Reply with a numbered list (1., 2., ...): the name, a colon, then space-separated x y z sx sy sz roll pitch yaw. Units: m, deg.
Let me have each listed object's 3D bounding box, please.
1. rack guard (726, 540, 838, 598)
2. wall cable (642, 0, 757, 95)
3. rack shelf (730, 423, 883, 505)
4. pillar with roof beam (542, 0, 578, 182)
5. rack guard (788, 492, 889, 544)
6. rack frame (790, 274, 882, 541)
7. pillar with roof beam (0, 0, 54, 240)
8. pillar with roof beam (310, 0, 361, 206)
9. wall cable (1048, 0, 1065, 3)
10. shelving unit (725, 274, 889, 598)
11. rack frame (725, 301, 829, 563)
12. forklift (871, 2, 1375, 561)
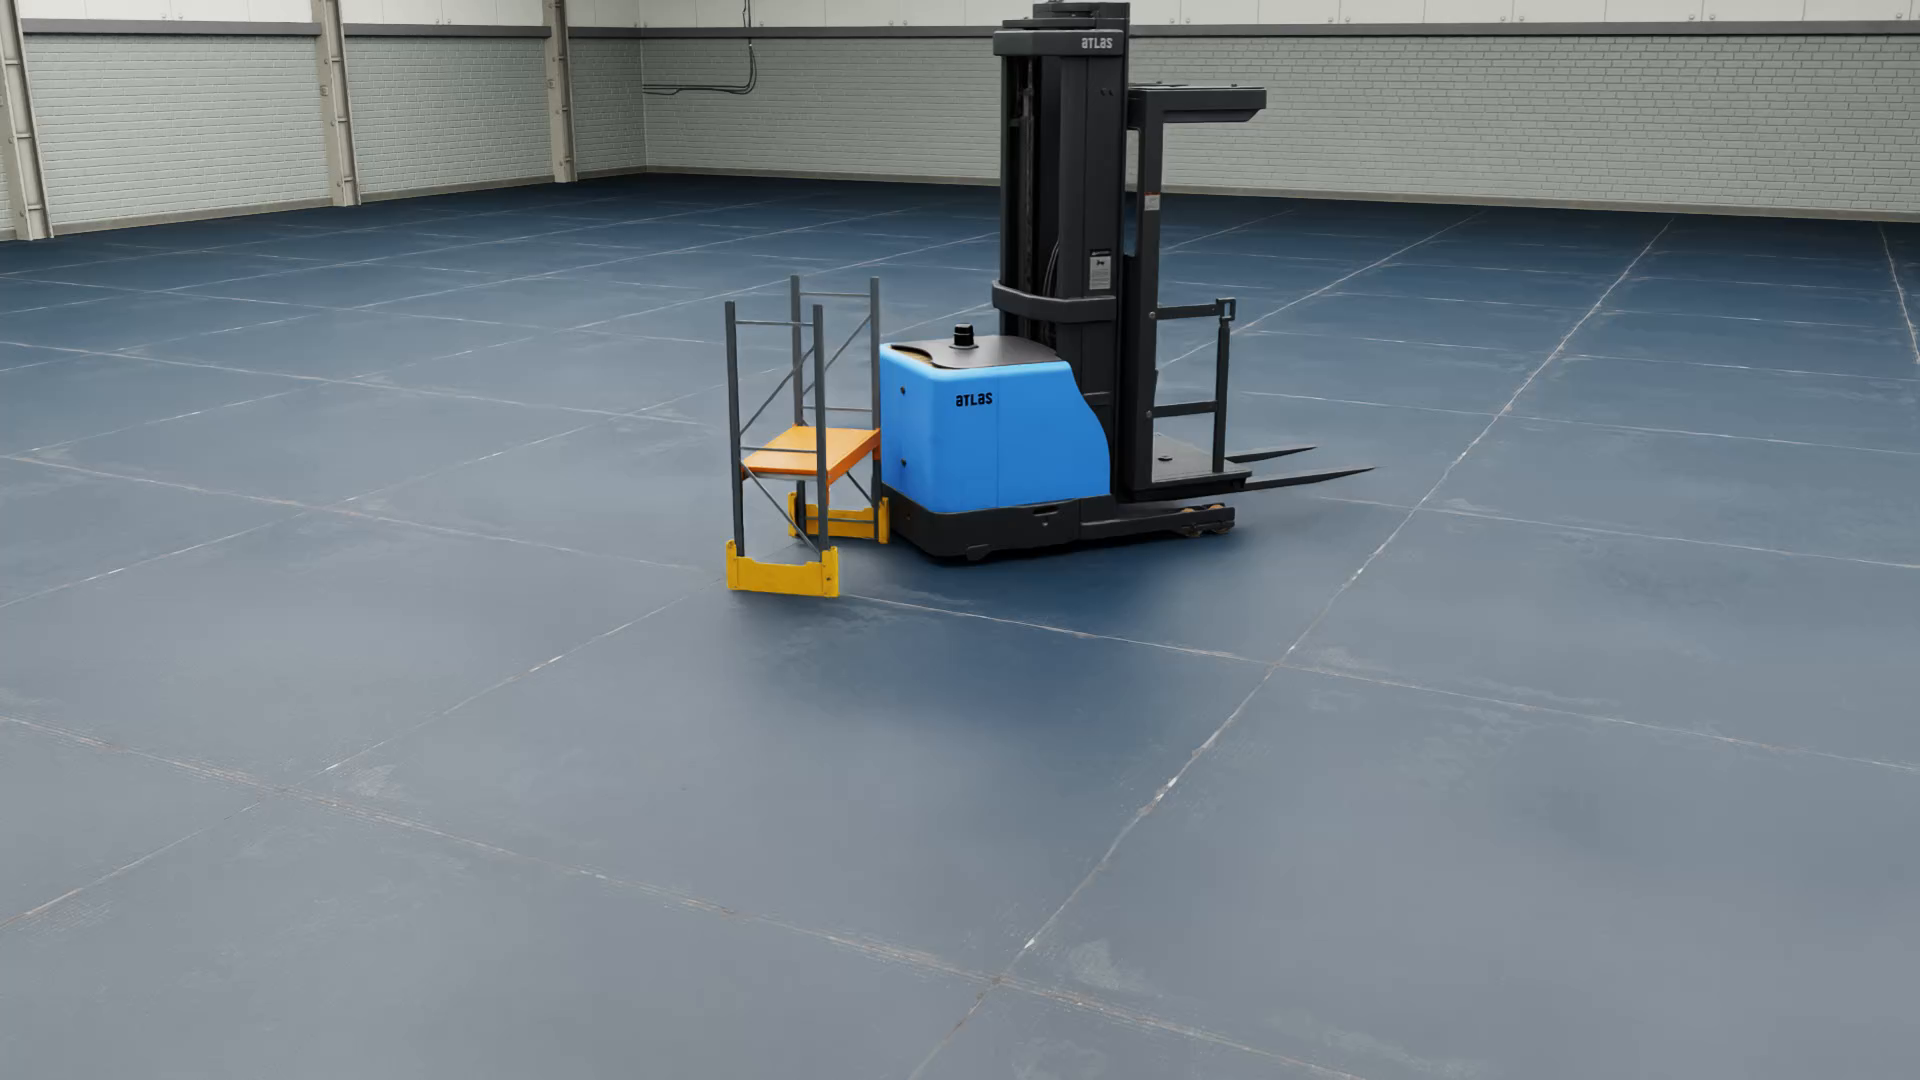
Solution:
1. rack guard: -0.919 0.148 8.587 0.587 0.250 0.087 4 17 12
2. wall cable: -5.736 -10.897 35.861 3.097 2.526 0.112 8 18 25
3. rack shelf: -0.805 -0.419 8.934 0.538 0.185 1.000 4 17 12
4. pillar with roof beam: -4.384 -11.255 31.615 9.100 9.000 0.400 8 18 25
5. rack guard: -0.695 -0.128 9.518 0.587 0.250 0.087 4 17 12
6. rack frame: -0.691 -0.733 9.358 0.500 1.500 0.032 4 17 12
7. pillar with roof beam: -9.746 -8.199 21.324 9.100 9.000 0.400 8 18 25
8. pillar with roof beam: -7.065 -9.727 26.469 9.100 9.000 0.400 8 18 25
9. wall cable: 2.750 -12.804 30.854 2.305 6.003 0.169 8 18 25
10. shelving unit: -0.807 -0.589 8.874 0.587 1.500 1.083 4 17 12
11. rack frame: -0.919 -0.451 8.408 0.500 1.500 0.032 4 17 12
12. forklift: 1.041 -1.548 9.588 3.031 2.935 1.130 -7 18 -23
